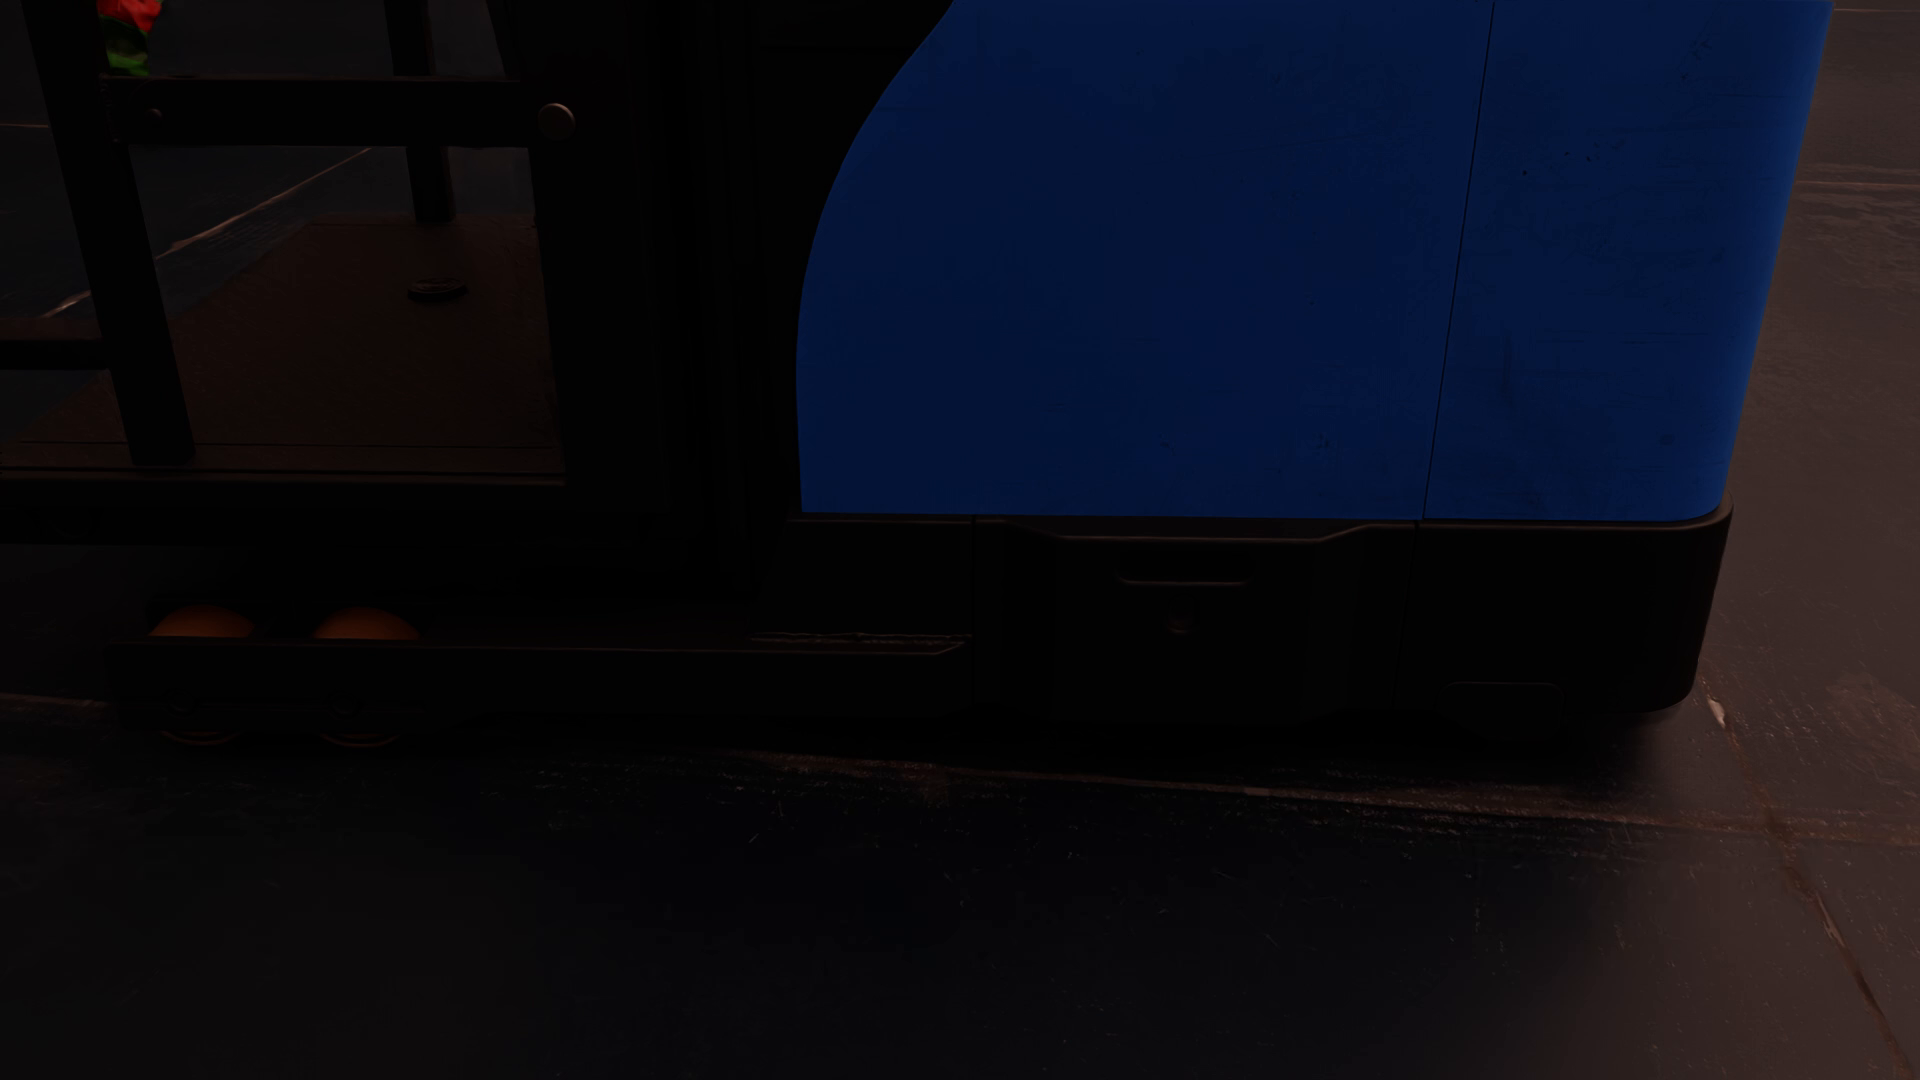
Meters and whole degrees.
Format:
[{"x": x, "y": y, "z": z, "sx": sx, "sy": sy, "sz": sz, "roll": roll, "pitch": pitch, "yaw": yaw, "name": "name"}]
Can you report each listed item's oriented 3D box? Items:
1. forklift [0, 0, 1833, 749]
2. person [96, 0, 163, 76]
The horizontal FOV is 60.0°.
[{"x": -0.617, "y": -1.297, "z": 1.816, "sx": 3.031, "sy": 2.935, "sz": 1.130, "roll": 1, "pitch": 27, "yaw": 1, "name": "forklift"}, {"x": -2.658, "y": -1.874, "z": 4.439, "sx": 0.992, "sy": 1.651, "sz": 0.665, "roll": 14, "pitch": 30, "yaw": 25, "name": "person"}]
